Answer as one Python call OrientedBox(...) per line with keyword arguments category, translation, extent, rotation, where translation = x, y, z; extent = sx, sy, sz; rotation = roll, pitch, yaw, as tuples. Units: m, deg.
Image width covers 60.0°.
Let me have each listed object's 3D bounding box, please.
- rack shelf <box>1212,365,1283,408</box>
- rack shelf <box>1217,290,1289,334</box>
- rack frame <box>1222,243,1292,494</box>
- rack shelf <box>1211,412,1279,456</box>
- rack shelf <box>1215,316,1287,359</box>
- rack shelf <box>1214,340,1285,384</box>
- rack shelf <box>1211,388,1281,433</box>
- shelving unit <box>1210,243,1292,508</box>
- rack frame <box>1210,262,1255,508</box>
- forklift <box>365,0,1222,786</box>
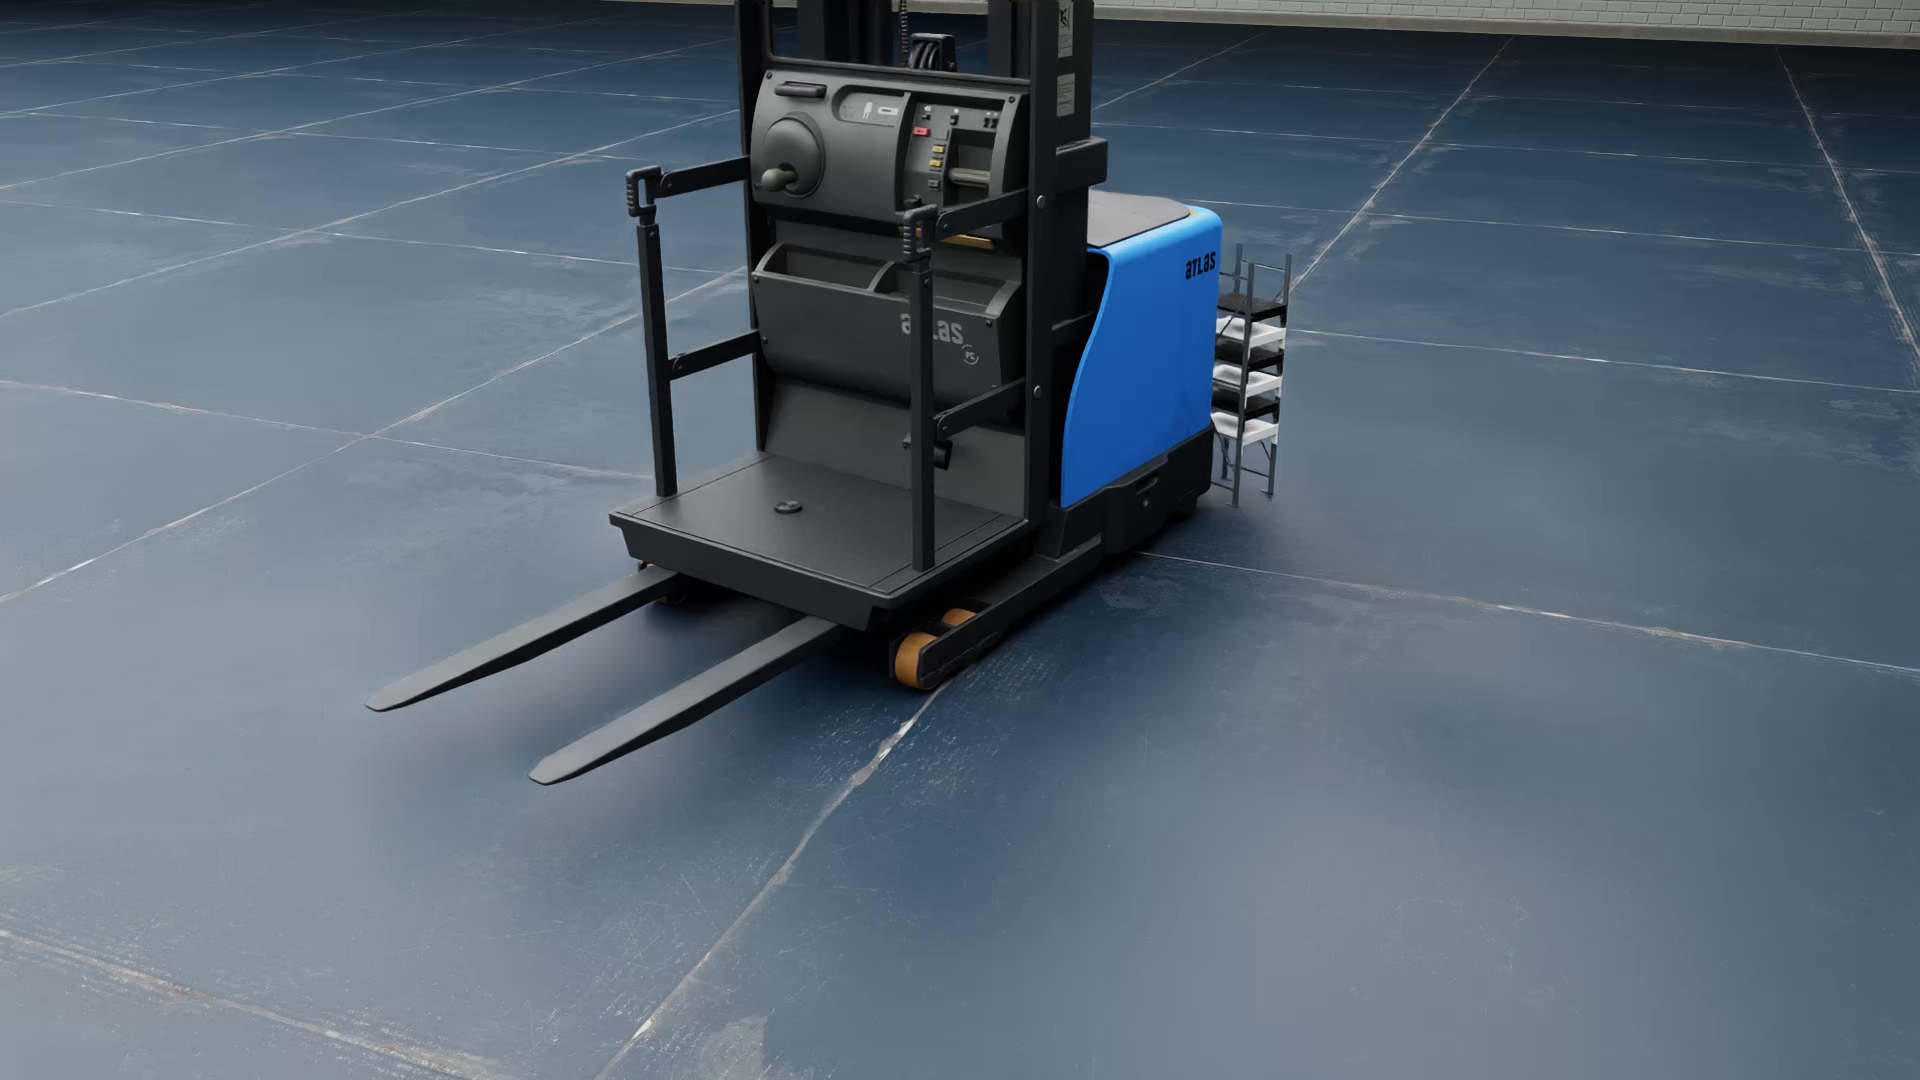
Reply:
OrientedBox(category="rack shelf", translation=(1.001, -0.562, 6.013), extent=(0.200, 0.077, 0.258), rotation=(-19, 29, -38))
OrientedBox(category="rack shelf", translation=(1.001, -0.811, 5.910), extent=(0.200, 0.077, 0.258), rotation=(-19, 29, -38))
OrientedBox(category="rack frame", translation=(1.077, -0.619, 6.063), extent=(0.006, 0.900, 0.240), rotation=(-19, 29, -38))
OrientedBox(category="rack shelf", translation=(1.001, -0.396, 6.083), extent=(0.200, 0.077, 0.258), rotation=(-19, 29, -38))
OrientedBox(category="rack shelf", translation=(1.001, -0.728, 5.944), extent=(0.200, 0.077, 0.258), rotation=(-19, 29, -38))
OrientedBox(category="rack shelf", translation=(1.001, -0.645, 5.979), extent=(0.200, 0.077, 0.258), rotation=(-19, 29, -38))
OrientedBox(category="rack shelf", translation=(1.001, -0.479, 6.048), extent=(0.200, 0.077, 0.258), rotation=(-19, 29, -38))
OrientedBox(category="shelving unit", translation=(1.001, -0.592, 6.001), extent=(0.210, 0.900, 0.258), rotation=(-19, 29, -38))
OrientedBox(category="rack frame", translation=(0.925, -0.566, 5.938), extent=(0.006, 0.900, 0.240), rotation=(-19, 29, -38))
OrientedBox(category="forklift", translation=(-0.352, -1.135, 4.664), extent=(1.130, 2.935, 3.031), rotation=(15, 27, 32))
